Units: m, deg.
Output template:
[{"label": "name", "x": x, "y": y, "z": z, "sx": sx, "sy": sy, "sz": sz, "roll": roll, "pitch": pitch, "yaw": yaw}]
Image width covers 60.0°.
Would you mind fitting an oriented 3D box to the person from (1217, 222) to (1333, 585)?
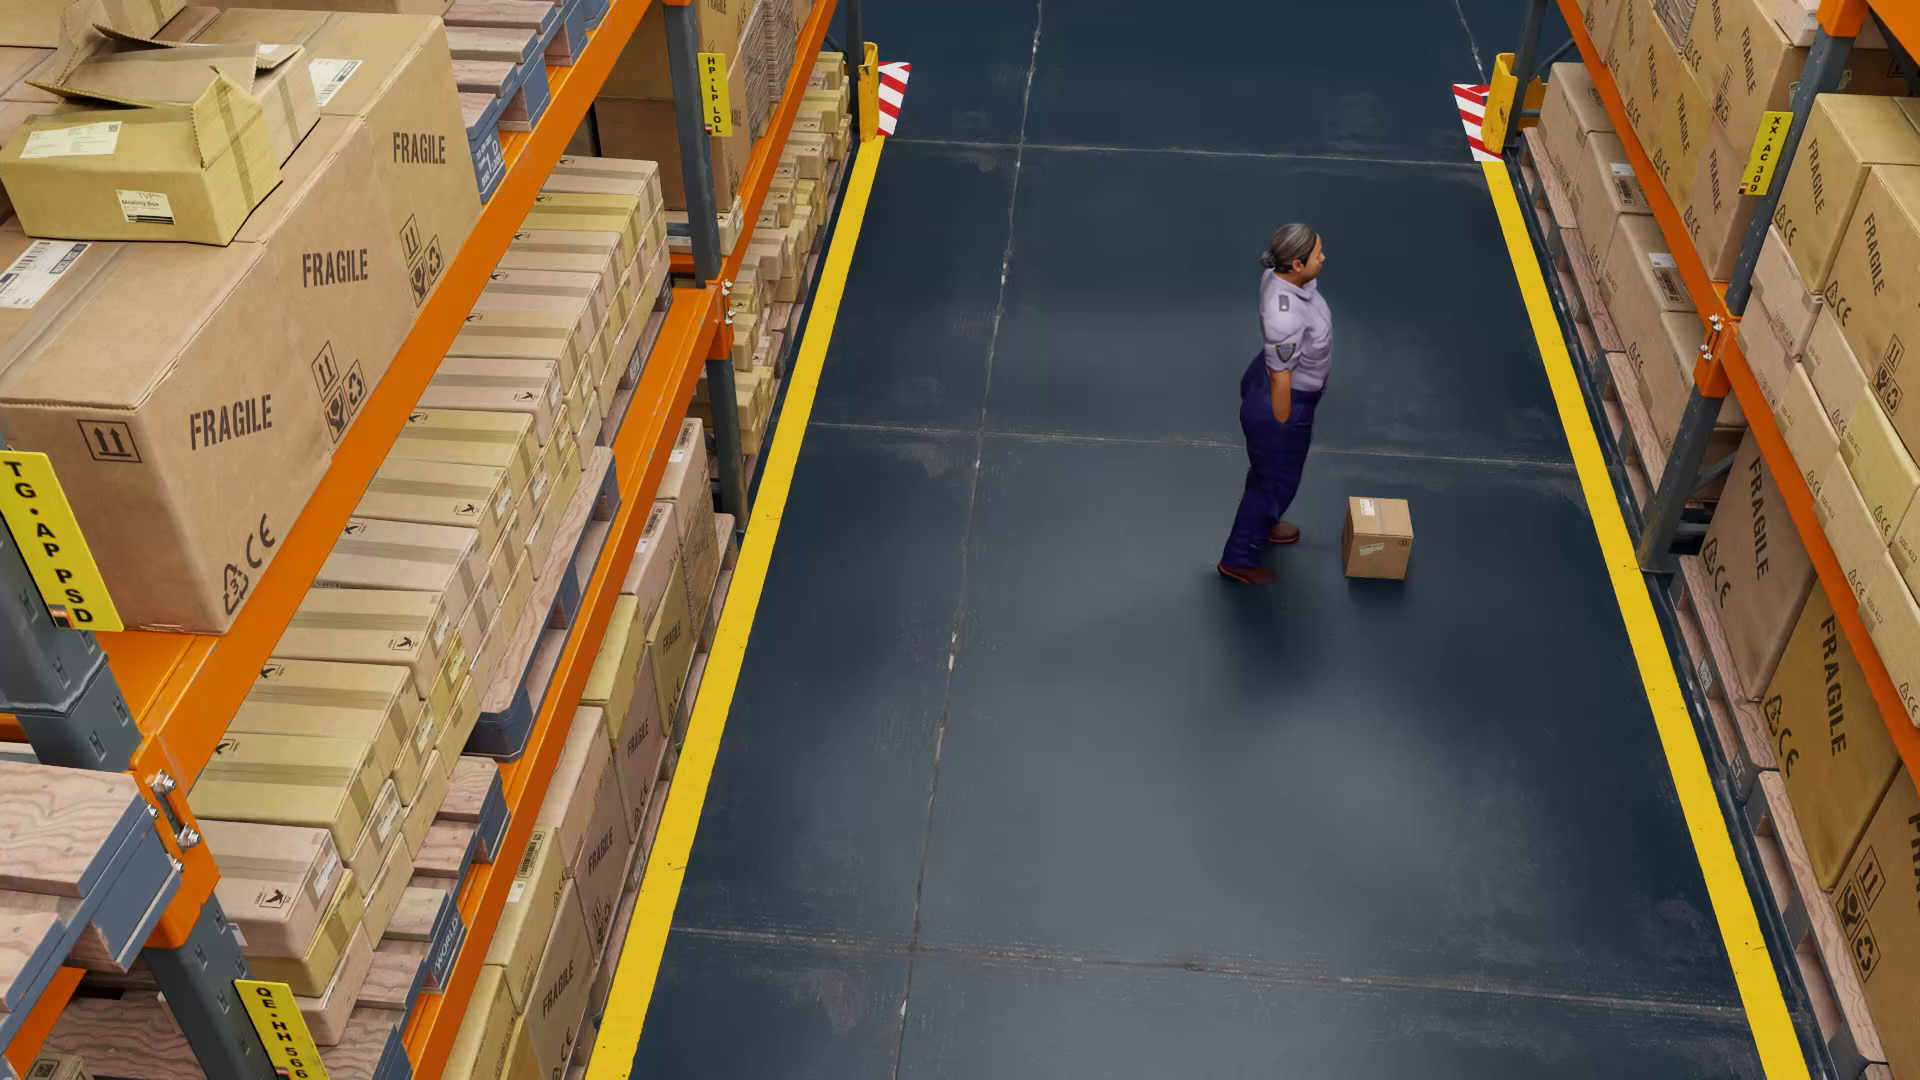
[{"label": "person", "x": 1.325, "y": -0.557, "z": 6.863, "sx": 0.370, "sy": 1.678, "sz": 0.475, "roll": 4, "pitch": 40, "yaw": 5}]
